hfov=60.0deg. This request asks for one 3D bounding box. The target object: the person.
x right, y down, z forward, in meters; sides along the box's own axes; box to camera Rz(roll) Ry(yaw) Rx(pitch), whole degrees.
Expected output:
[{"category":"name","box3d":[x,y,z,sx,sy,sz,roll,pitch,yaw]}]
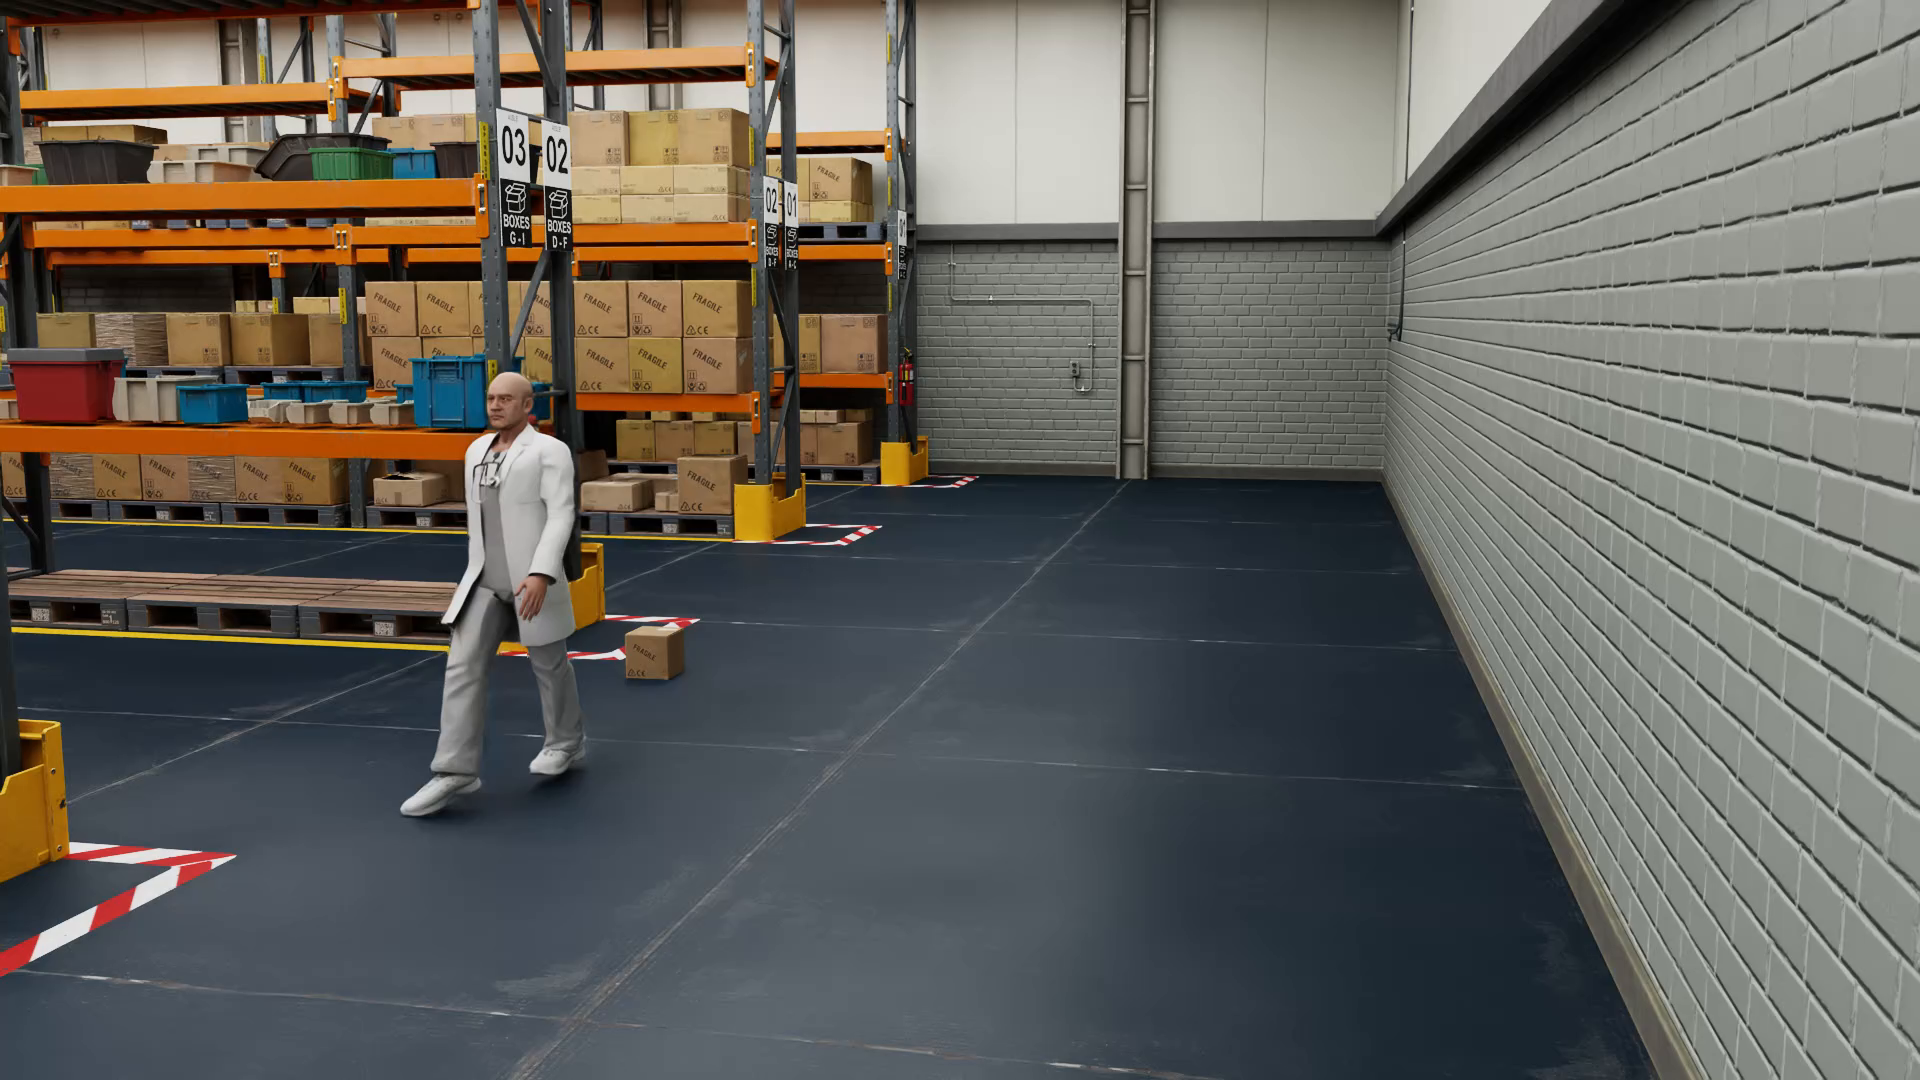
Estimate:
[{"category":"person","box3d":[-1.896,0.184,6.904,0.616,1.748,0.990,3,8,18]}]
